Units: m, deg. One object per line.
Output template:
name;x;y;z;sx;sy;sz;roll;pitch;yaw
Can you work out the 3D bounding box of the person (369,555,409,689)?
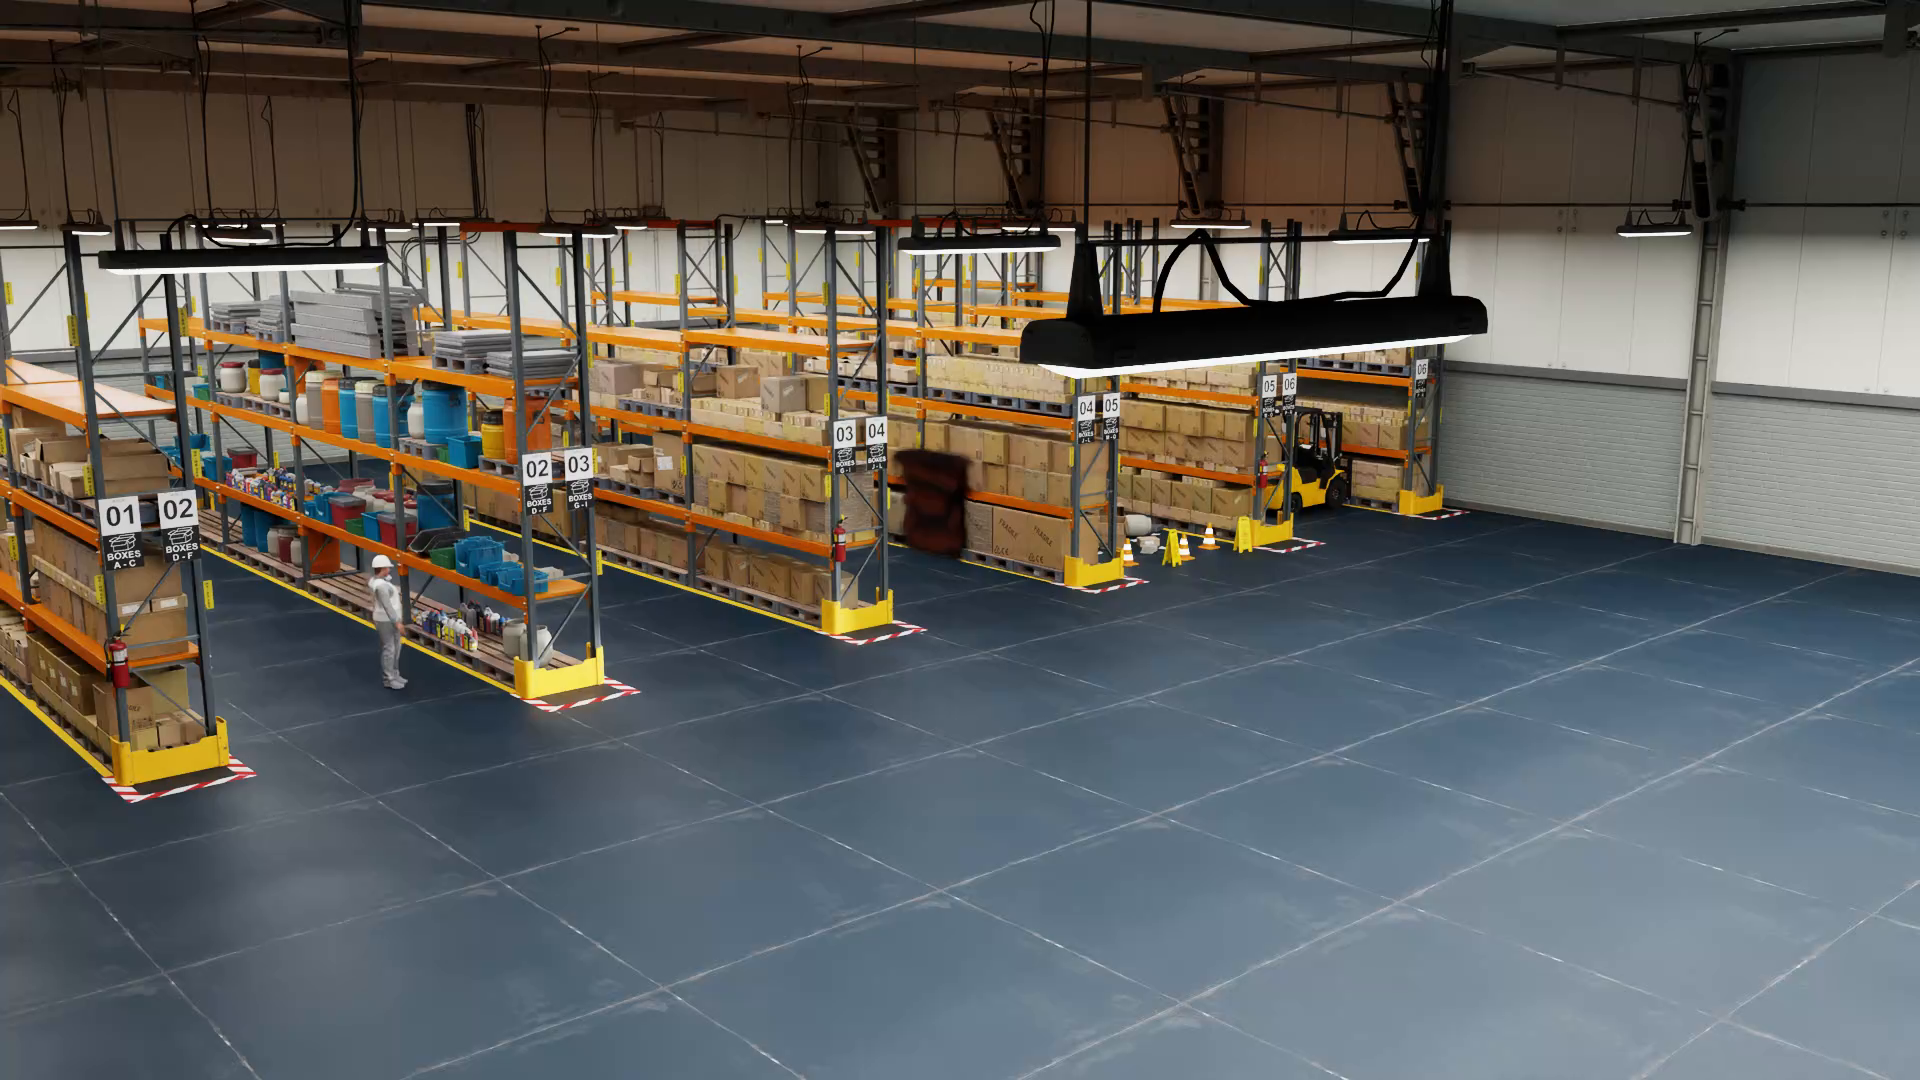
person;-7.565;1.091;22.074;0.511;1.818;0.606;-1;11;-4
